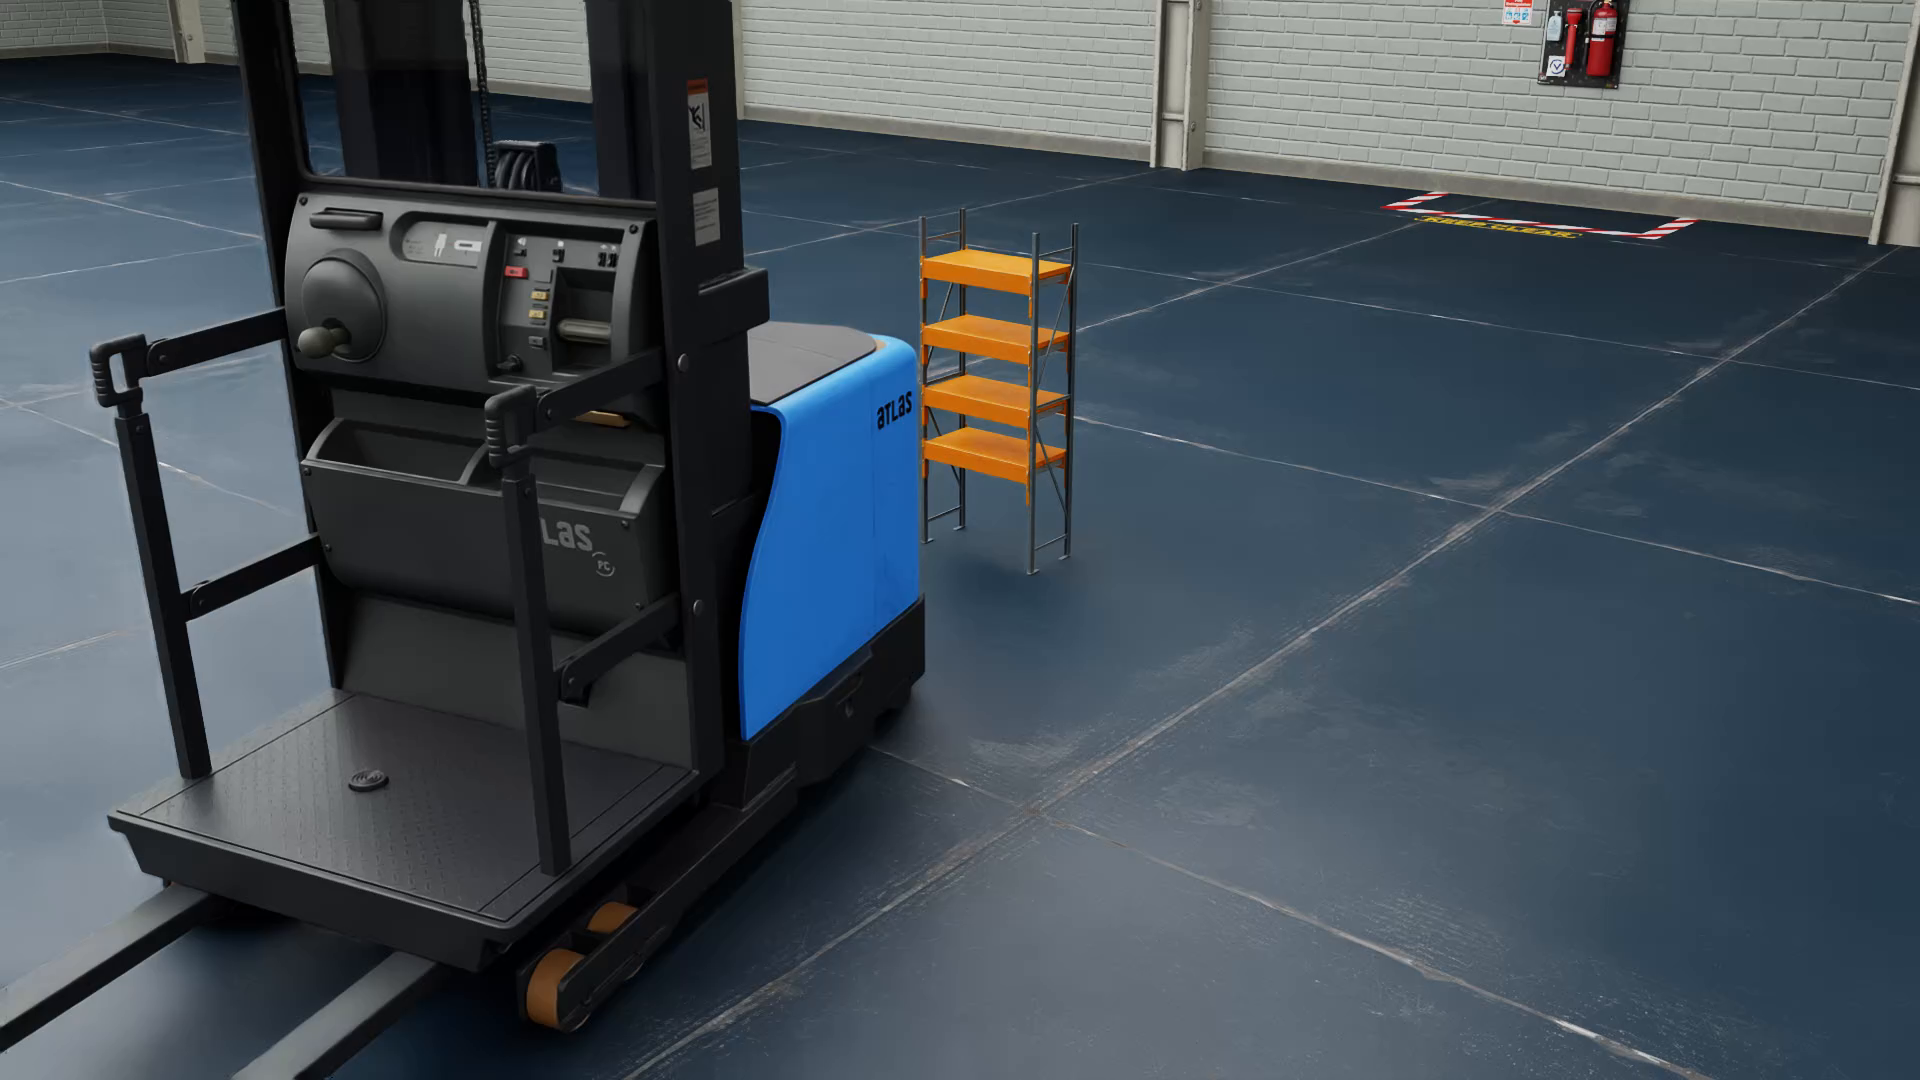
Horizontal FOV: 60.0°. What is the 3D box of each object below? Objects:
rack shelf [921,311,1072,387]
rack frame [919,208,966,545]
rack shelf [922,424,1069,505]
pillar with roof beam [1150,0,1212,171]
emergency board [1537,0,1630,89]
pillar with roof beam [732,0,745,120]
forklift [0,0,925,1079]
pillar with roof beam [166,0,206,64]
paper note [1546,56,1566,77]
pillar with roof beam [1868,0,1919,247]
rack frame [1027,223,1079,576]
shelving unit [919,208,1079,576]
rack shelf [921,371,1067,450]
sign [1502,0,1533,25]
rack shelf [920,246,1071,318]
[{"bbox_3d":[0.128,-0.671,5.803,0.480,0.148,0.258,16,26,36],"label":"rack shelf"},{"bbox_3d":[-0.061,-0.579,6.003,0.015,1.200,0.240,16,26,36],"label":"rack frame"},{"bbox_3d":[0.128,-0.276,5.952,0.480,0.148,0.258,16,26,36],"label":"rack shelf"},{"bbox_3d":[-0.736,-6.453,10.527,0.400,9.000,9.100,16,26,36],"label":"pillar with roof beam"},{"bbox_3d":[4.744,-4.046,12.646,0.643,1.169,0.194,16,26,36],"label":"emergency board"},{"bbox_3d":[-5.385,-7.792,14.076,0.400,9.000,9.100,16,26,36],"label":"pillar with roof beam"},{"bbox_3d":[-1.164,-0.523,3.400,1.130,2.935,3.031,9,22,22],"label":"forklift"},{"bbox_3d":[-14.681,-10.469,21.176,0.400,9.000,9.100,16,26,36],"label":"pillar with roof beam"},{"bbox_3d":[4.650,-3.692,12.956,0.142,0.148,0.016,16,26,36],"label":"paper note"},{"bbox_3d":[3.912,-5.114,6.977,0.400,9.000,9.100,16,26,36],"label":"pillar with roof beam"},{"bbox_3d":[0.317,-0.470,5.714,0.015,1.200,0.240,16,26,36],"label":"rack frame"},{"bbox_3d":[0.128,-0.524,5.859,0.503,1.200,0.258,16,26,36],"label":"shelving unit"},{"bbox_3d":[0.128,-0.462,5.882,0.480,0.148,0.258,16,26,36],"label":"rack shelf"},{"bbox_3d":[4.381,-4.214,13.041,0.234,0.329,0.001,16,26,36],"label":"sign"},{"bbox_3d":[0.128,-0.892,5.720,0.480,0.148,0.258,16,26,36],"label":"rack shelf"}]
